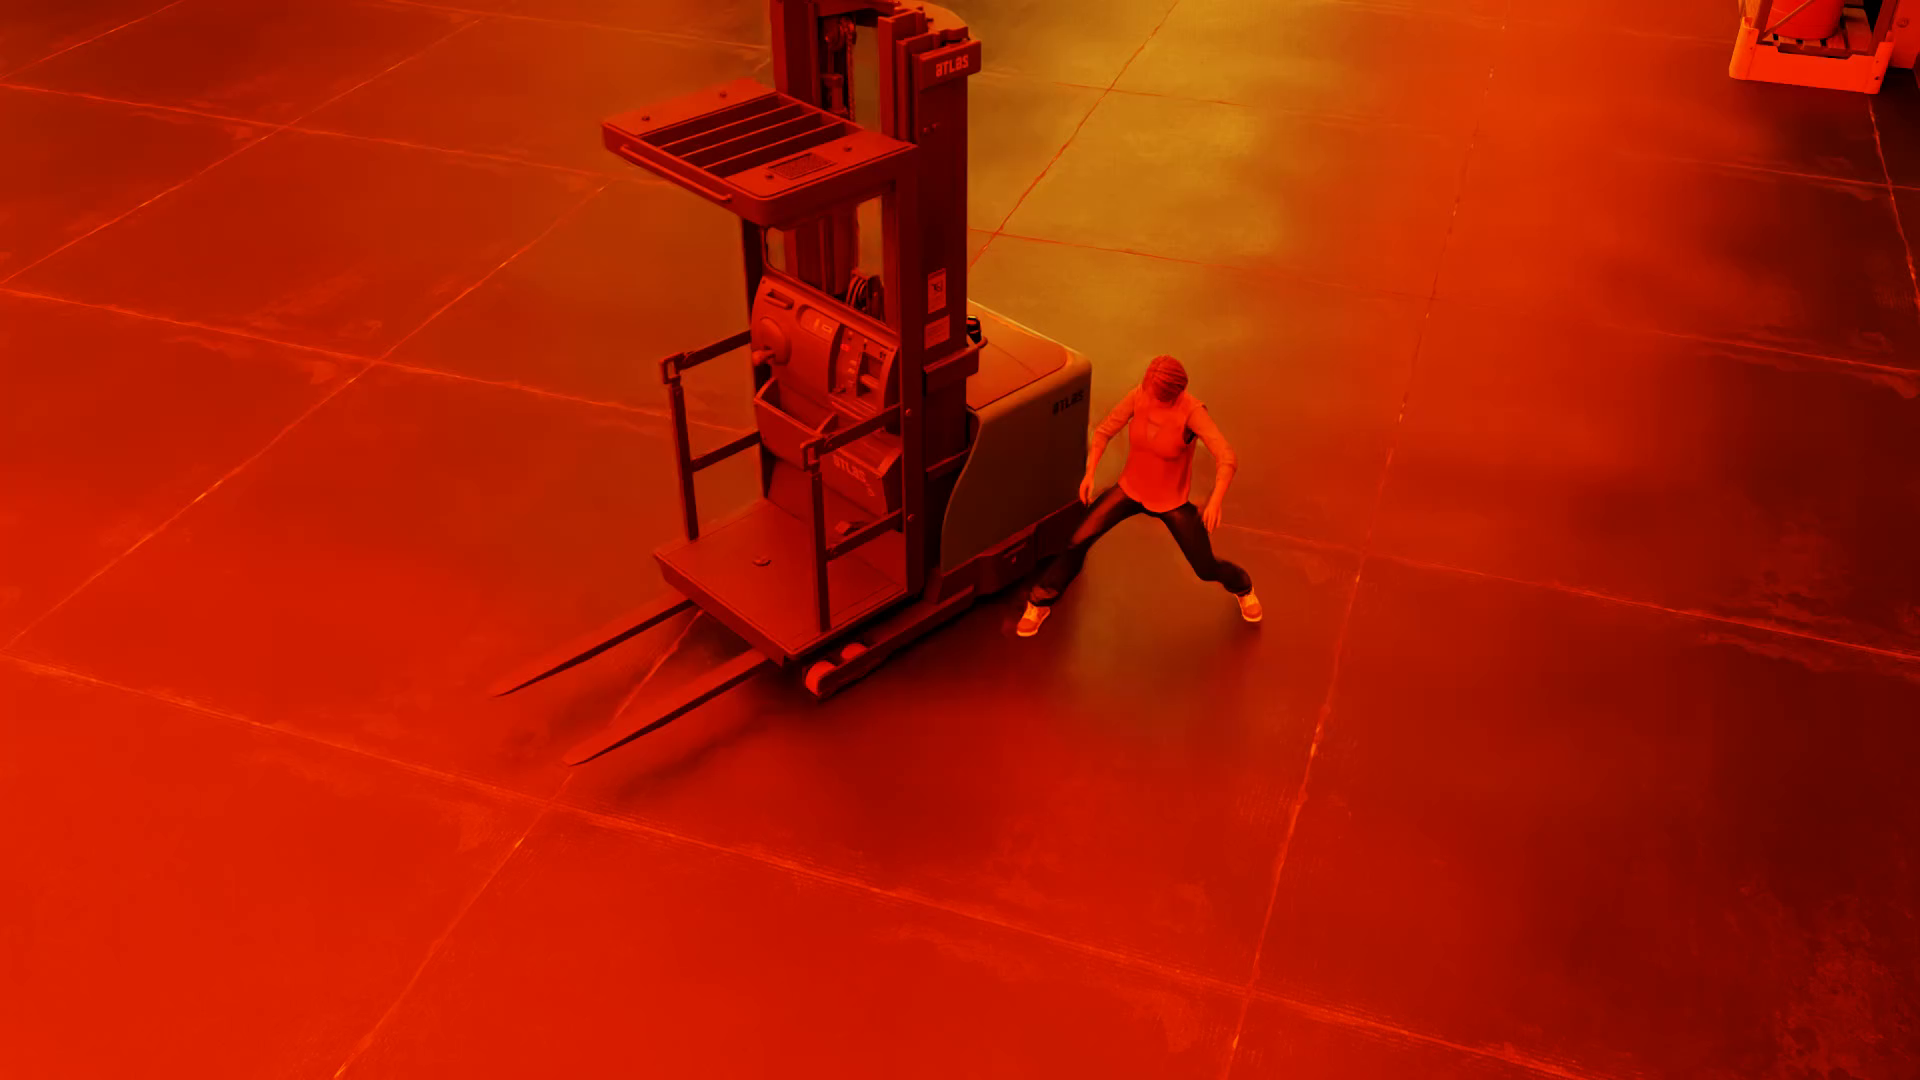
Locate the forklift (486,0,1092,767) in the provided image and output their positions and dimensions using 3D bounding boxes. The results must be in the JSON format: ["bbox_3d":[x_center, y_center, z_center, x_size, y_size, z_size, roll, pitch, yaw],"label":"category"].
[{"bbox_3d":[-0.762,-0.814,7.259,3.031,2.935,1.130,-29,44,-34],"label":"forklift"}]

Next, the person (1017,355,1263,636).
[{"bbox_3d":[0.892,-0.179,7.696,0.992,1.405,0.899,19,40,25],"label":"person"}]
